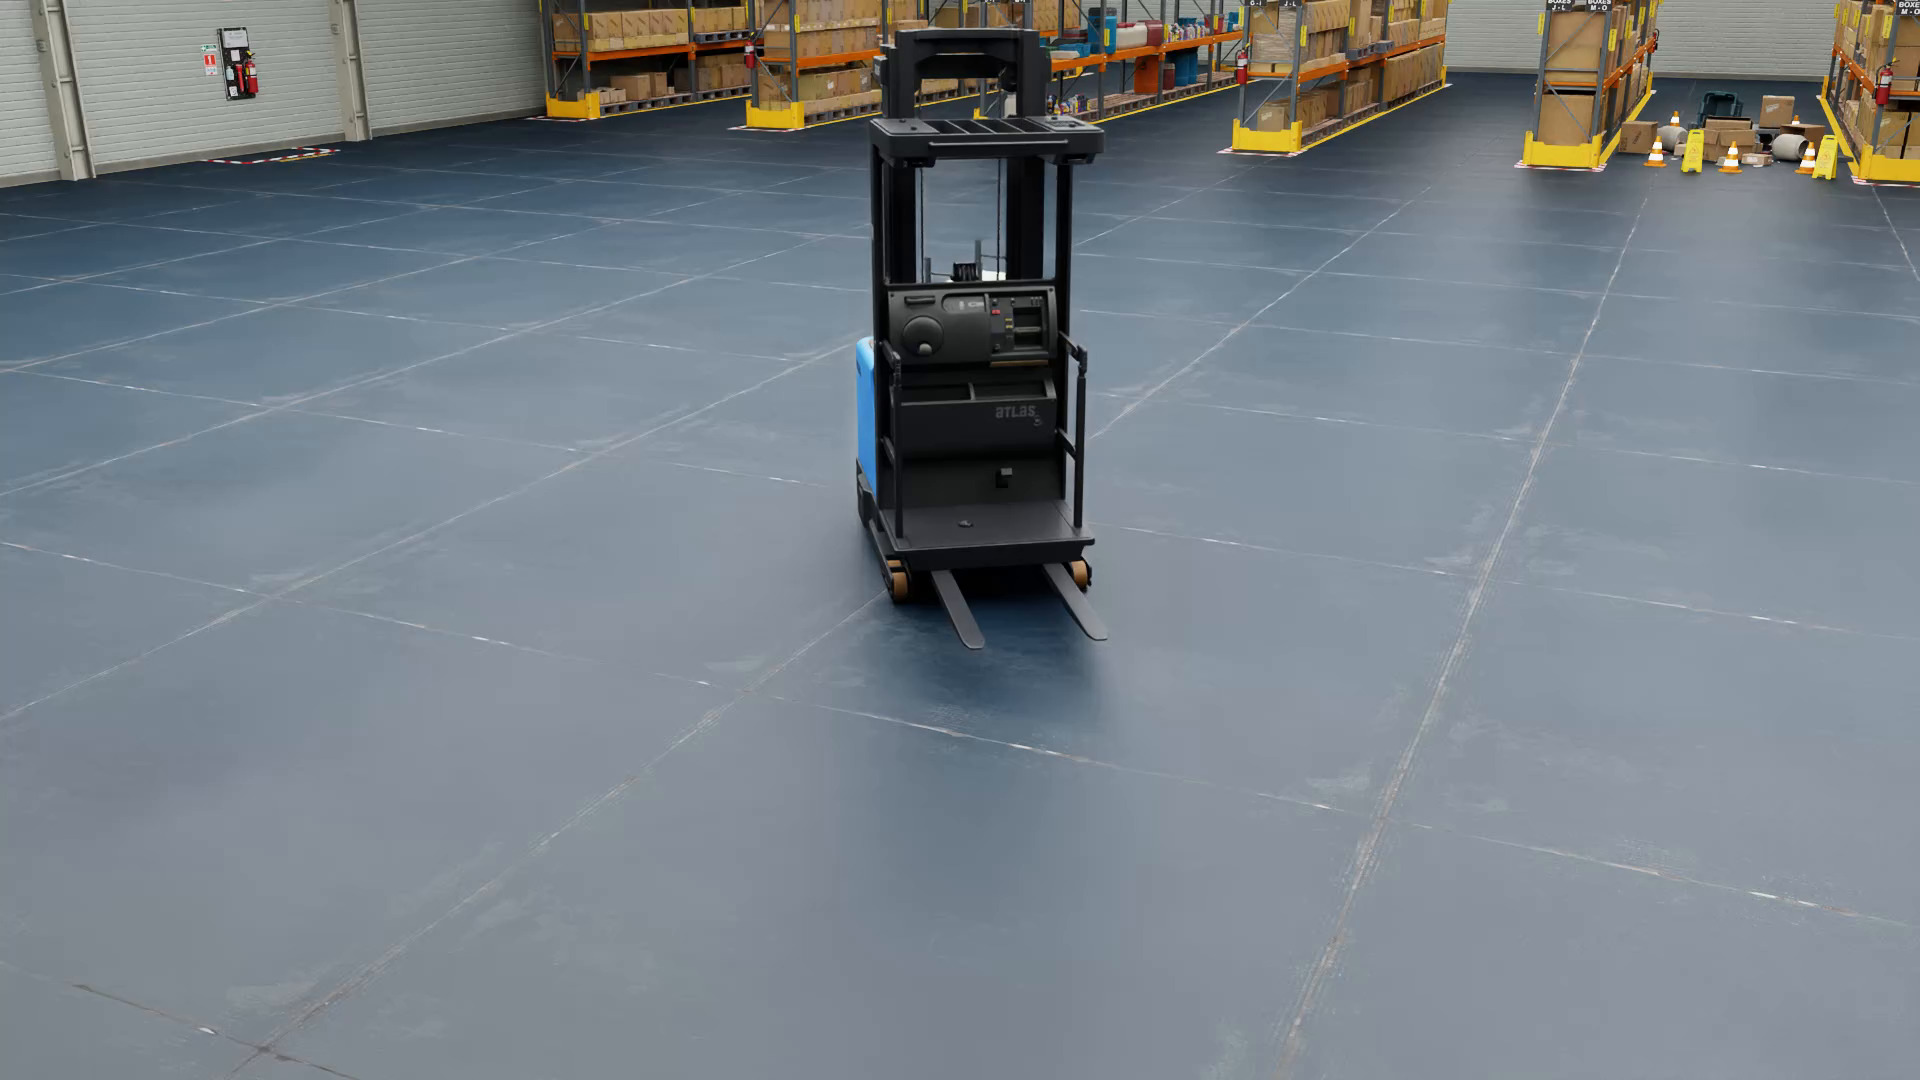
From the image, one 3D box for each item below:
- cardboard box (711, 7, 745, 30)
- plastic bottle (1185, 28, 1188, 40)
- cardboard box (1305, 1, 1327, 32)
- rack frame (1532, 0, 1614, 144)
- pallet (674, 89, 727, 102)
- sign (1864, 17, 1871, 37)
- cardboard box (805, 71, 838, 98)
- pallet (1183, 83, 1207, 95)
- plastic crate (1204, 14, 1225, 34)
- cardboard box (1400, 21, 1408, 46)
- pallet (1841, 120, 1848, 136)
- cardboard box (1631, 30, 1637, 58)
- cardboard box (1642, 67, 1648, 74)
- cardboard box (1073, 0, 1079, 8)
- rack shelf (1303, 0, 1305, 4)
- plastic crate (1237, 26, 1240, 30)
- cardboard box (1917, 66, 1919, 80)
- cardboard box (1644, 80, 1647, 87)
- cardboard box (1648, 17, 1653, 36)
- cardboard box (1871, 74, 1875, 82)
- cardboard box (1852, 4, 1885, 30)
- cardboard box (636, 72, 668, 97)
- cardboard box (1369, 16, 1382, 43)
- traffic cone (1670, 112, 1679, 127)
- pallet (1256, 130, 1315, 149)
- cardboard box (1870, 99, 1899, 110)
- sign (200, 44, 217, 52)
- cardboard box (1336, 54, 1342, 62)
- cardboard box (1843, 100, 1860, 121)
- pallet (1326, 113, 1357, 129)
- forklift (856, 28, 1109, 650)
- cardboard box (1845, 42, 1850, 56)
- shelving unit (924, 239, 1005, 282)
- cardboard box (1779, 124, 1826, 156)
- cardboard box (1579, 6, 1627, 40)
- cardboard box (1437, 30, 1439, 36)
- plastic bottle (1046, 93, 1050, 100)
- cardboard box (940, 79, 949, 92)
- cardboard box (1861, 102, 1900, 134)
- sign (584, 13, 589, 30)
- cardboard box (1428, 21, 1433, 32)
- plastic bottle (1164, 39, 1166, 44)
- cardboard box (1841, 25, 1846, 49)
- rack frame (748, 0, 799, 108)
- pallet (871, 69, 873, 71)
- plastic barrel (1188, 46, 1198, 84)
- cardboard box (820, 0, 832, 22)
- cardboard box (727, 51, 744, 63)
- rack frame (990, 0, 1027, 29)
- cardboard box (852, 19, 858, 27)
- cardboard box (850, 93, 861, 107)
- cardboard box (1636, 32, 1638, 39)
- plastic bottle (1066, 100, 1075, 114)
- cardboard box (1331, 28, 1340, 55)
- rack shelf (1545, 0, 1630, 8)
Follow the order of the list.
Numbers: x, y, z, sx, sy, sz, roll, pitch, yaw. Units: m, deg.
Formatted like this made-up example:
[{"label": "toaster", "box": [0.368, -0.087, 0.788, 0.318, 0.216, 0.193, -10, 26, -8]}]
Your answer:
[{"label": "cardboard box", "box": [-5.581, -12.497, 39.825, 0.700, 0.500, 0.500, 9, 21, 23]}, {"label": "plastic bottle", "box": [5.343, -11.960, 39.296, 0.061, 0.283, 0.133, 9, 21, 23]}, {"label": "cardboard box", "box": [6.262, -9.381, 29.784, 0.500, 0.500, 0.500, 9, 21, 23]}, {"label": "rack frame", "box": [9.857, -7.575, 26.793, 1.000, 3.000, 0.127, 9, 21, 23]}, {"label": "pallet", "box": [-6.228, -10.473, 39.102, 1.003, 0.211, 1.213, 9, 21, 23]}, {"label": "sign", "box": [15.545, -8.770, 28.425, 0.100, 0.325, 0.005, 9, 21, 23]}, {"label": "cardboard box", "box": [-2.844, -9.344, 34.123, 0.500, 0.500, 0.500, 9, 21, 23]}, {"label": "pallet", "box": [5.415, -11.091, 40.839, 1.003, 0.211, 1.213, 9, 21, 23]}, {"label": "plastic crate", "box": [6.363, -12.931, 41.669, 0.402, 0.464, 0.583, 9, 21, 23]}, {"label": "cardboard box", "box": [9.719, -11.358, 37.281, 0.500, 0.500, 0.500, 9, 21, 23]}, {"label": "pallet", "box": [17.369, -7.820, 31.642, 1.003, 0.211, 1.213, 9, 21, 23]}, {"label": "cardboard box", "box": [13.194, -9.893, 33.162, 0.500, 0.500, 0.500, 9, 21, 23]}, {"label": "cardboard box", "box": [16.278, -11.239, 39.835, 0.380, 0.149, 0.250, 8, 21, 21]}, {"label": "cardboard box", "box": [2.958, -14.883, 45.699, 0.500, 0.500, 0.500, 8, 21, 22]}, {"label": "rack shelf", "box": [6.193, -9.972, 30.130, 1.077, 0.370, 4.000, 9, 21, 23]}, {"label": "plastic crate", "box": [7.106, -13.401, 43.477, 0.396, 0.136, 0.243, 9, 21, 23]}, {"label": "cardboard box", "box": [14.862, -7.221, 25.203, 0.500, 0.500, 0.500, 8, 21, 22]}, {"label": "cardboard box", "box": [16.371, -11.039, 40.160, 0.380, 0.149, 0.250, 9, 22, 24]}, {"label": "cardboard box", "box": [15.639, -11.849, 38.216, 0.500, 0.500, 0.500, 8, 21, 22]}, {"label": "cardboard box", "box": [15.021, -7.508, 26.980, 0.380, 0.149, 0.250, 8, 21, 22]}, {"label": "cardboard box", "box": [18.076, -10.393, 33.076, 0.500, 0.500, 0.500, 9, 21, 23]}, {"label": "cardboard box", "box": [-6.934, -10.255, 37.402, 0.500, 0.500, 0.500, 7, 21, 19]}, {"label": "cardboard box", "box": [8.328, -10.622, 34.584, 0.700, 0.500, 0.500, 12, 23, 31]}, {"label": "traffic cone", "box": [13.422, -7.805, 31.226, 0.336, 0.463, 0.334, 9, 21, 23]}, {"label": "pallet", "box": [5.770, -7.240, 30.010, 1.003, 0.211, 1.213, 9, 21, 23]}, {"label": "cardboard box", "box": [14.594, -6.890, 26.256, 0.380, 0.149, 0.250, 9, 22, 24]}, {"label": "sign", "box": [-12.500, -8.186, 27.665, 0.001, 0.109, 0.331, 9, 21, 23]}, {"label": "cardboard box", "box": [7.081, -9.210, 31.764, 0.380, 0.149, 0.250, 9, 21, 23]}, {"label": "cardboard box", "box": [17.450, -8.161, 31.734, 0.950, 0.372, 0.625, 7, 21, 19]}, {"label": "pallet", "box": [7.329, -8.434, 33.368, 1.003, 0.211, 1.213, 9, 21, 23]}, {"label": "forklift", "box": [0.110, -1.176, 8.900, 1.130, 2.935, 3.031, -3, 20, -10]}, {"label": "cardboard box", "box": [18.260, -9.962, 33.727, 0.500, 0.250, 0.500, 8, 21, 22]}, {"label": "shelving unit", "box": [0.120, -1.173, 11.030, 0.431, 1.500, 0.755, 9, 22, 25]}, {"label": "cardboard box", "box": [14.373, -6.832, 28.430, 0.500, 0.500, 0.500, -9, 22, -24]}, {"label": "cardboard box", "box": [11.194, -9.085, 29.203, 0.875, 0.550, 0.550, 9, 21, 23]}, {"label": "cardboard box", "box": [11.663, -12.593, 41.277, 0.380, 0.149, 0.250, 8, 21, 21]}, {"label": "plastic bottle", "box": [1.784, -8.958, 33.979, 0.144, 0.351, 0.185, 9, 22, 24]}, {"label": "cardboard box", "box": [-0.587, -10.643, 38.895, 0.500, 0.250, 0.500, 8, 21, 22]}, {"label": "cardboard box", "box": [15.142, -6.938, 27.360, 0.500, 0.500, 0.500, 10, 22, 26]}, {"label": "sign", "box": [-7.688, -10.659, 34.172, 0.100, 0.325, 0.005, 9, 21, 23]}, {"label": "cardboard box", "box": [11.134, -12.443, 40.259, 0.500, 0.250, 0.500, 9, 22, 24]}, {"label": "plastic bottle", "box": [4.603, -11.441, 37.849, 0.152, 0.276, 0.135, 9, 21, 23]}, {"label": "cardboard box", "box": [19.285, -10.819, 35.765, 0.500, 0.500, 0.500, 9, 21, 23]}, {"label": "rack frame", "box": [-3.662, -9.647, 32.618, 1.000, 3.000, 0.127, 9, 21, 23]}, {"label": "pallet", "box": [-2.887, -12.902, 45.932, 1.003, 0.211, 1.213, 9, 21, 23]}, {"label": "plastic barrel", "box": [5.531, -11.680, 40.839, 0.600, 0.901, 0.708, 9, 21, 23]}, {"label": "cardboard box", "box": [-3.022, -10.778, 33.714, 0.700, 0.500, 0.500, 9, 21, 23]}, {"label": "cardboard box", "box": [-5.445, -11.761, 40.518, 0.500, 0.250, 0.500, 9, 21, 24]}, {"label": "rack frame", "box": [1.252, -13.315, 42.933, 1.000, 3.000, 0.127, 9, 21, 23]}, {"label": "cardboard box", "box": [-2.359, -10.799, 34.741, 0.380, 0.149, 0.250, 8, 21, 22]}, {"label": "cardboard box", "box": [-2.420, -9.294, 35.103, 0.500, 0.250, 0.500, 9, 21, 23]}, {"label": "cardboard box", "box": [14.259, -10.776, 35.540, 0.380, 0.149, 0.250, 10, 22, 25]}, {"label": "plastic bottle", "box": [2.211, -8.670, 33.279, 0.152, 0.276, 0.135, 9, 21, 24]}, {"label": "cardboard box", "box": [6.771, -9.568, 31.802, 0.875, 0.500, 0.500, 9, 21, 23]}, {"label": "rack shelf", "box": [10.676, -9.261, 28.130, 1.077, 0.370, 4.000, 9, 21, 23]}]
